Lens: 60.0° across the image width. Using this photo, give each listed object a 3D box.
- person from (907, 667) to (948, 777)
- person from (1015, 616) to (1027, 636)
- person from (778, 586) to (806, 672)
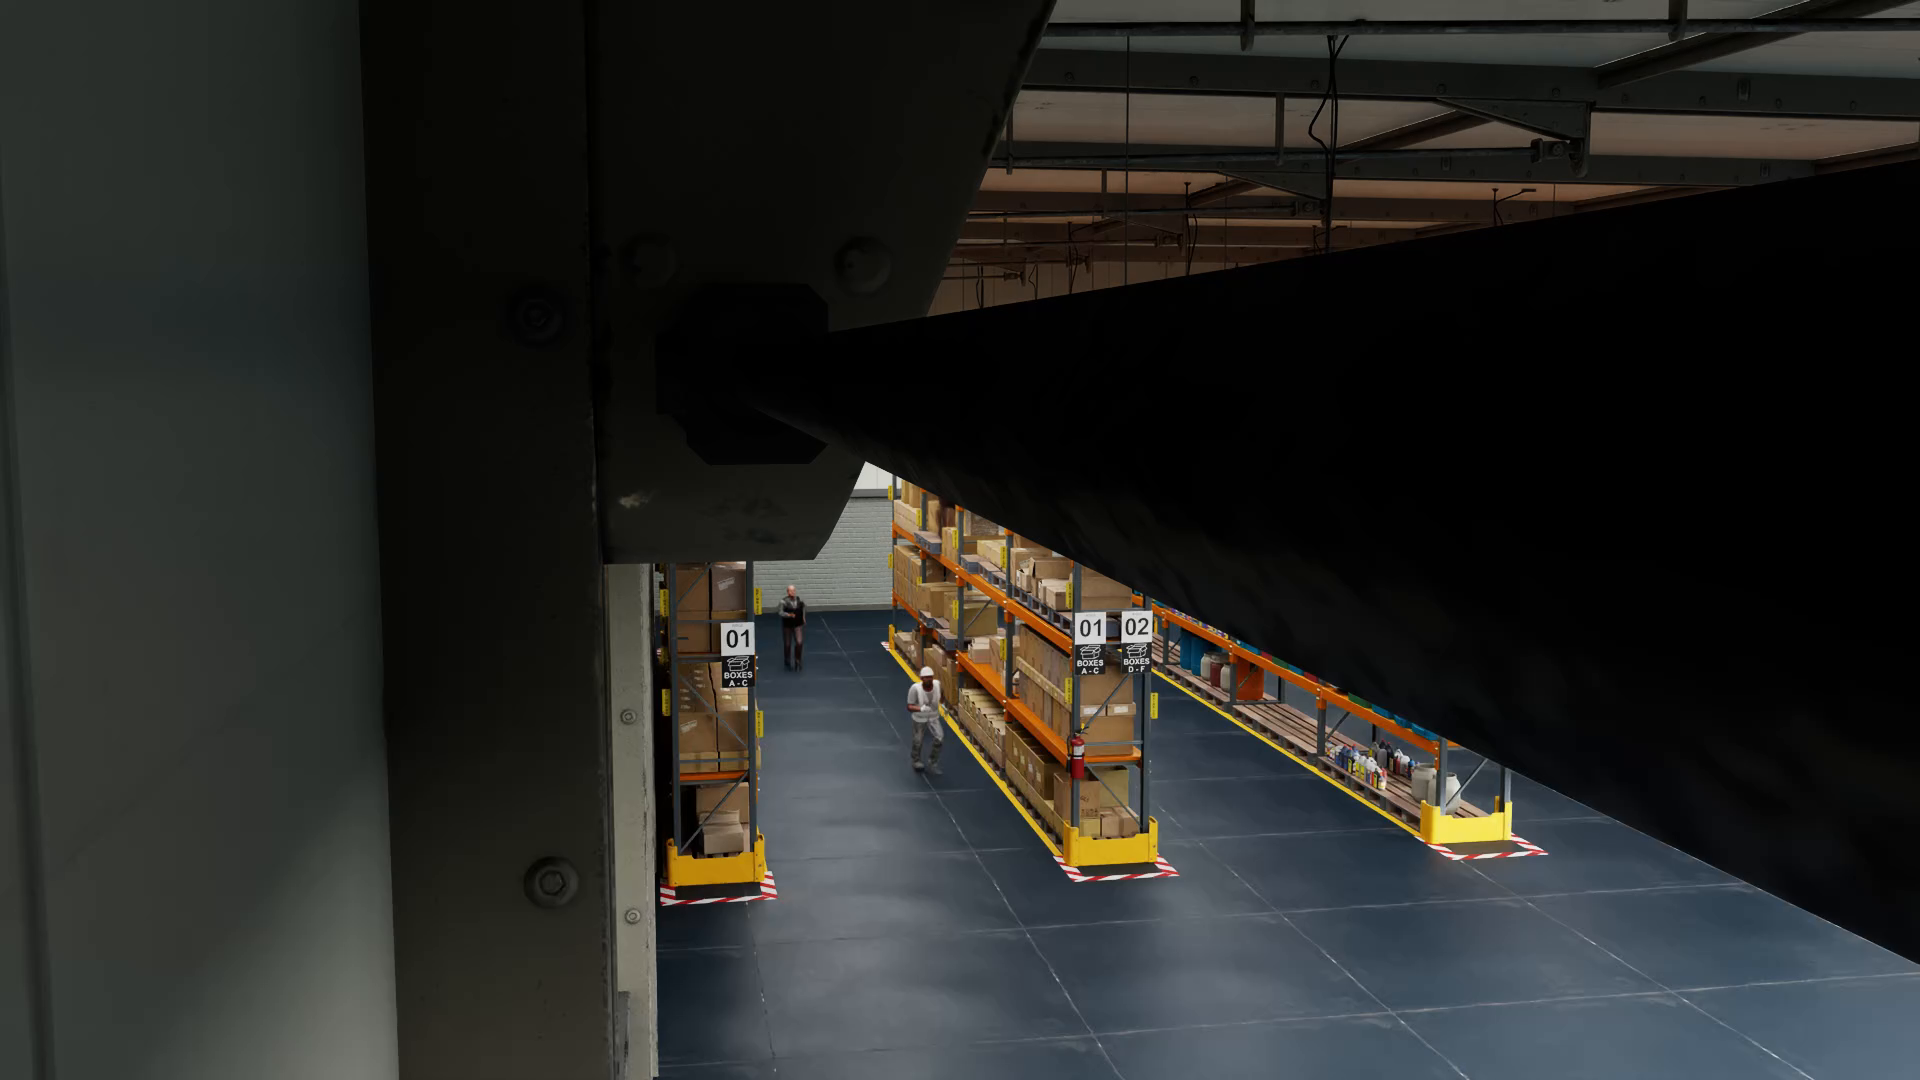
[{"bbox_3d":[-0.495,2.747,25.333,0.710,1.712,0.962,-2,6,-18],"label":"person"},{"bbox_3d":[1.296,1.733,34.514,0.544,1.654,0.809,-1,6,-11],"label":"person"},{"bbox_3d":[-3.429,1.807,34.003,0.614,1.774,0.833,-2,6,-15],"label":"person"}]
